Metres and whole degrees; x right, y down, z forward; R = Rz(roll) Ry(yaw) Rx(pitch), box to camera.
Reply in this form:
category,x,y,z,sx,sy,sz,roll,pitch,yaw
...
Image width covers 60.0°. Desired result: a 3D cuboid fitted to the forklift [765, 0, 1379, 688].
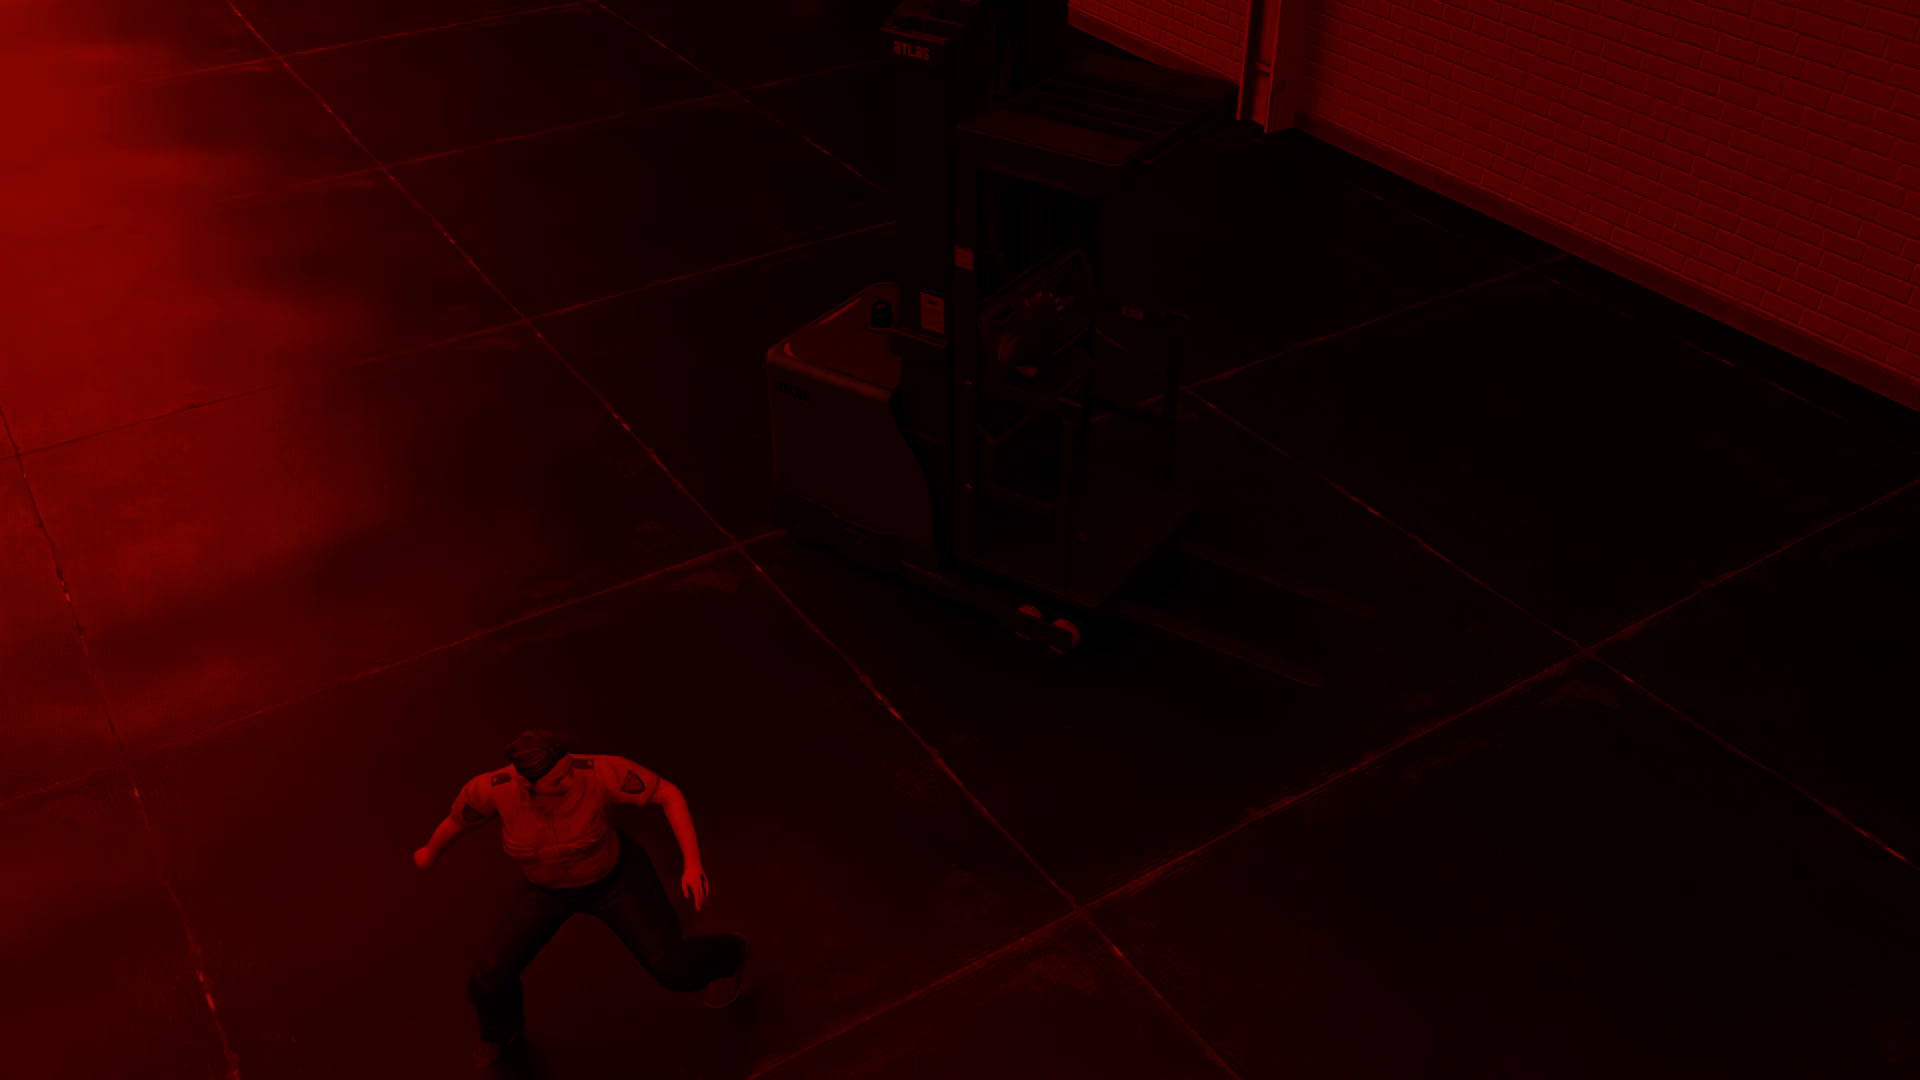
category,x,y,z,sx,sy,sz,roll,pitch,yaw
forklift,0.532,-1.007,7.580,3.031,2.935,1.130,21,40,27

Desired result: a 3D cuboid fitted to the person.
category,x,y,z,sx,sy,sz,roll,pitch,yaw
person,-1.356,1.208,5.745,1.130,1.555,0.509,0,35,0
